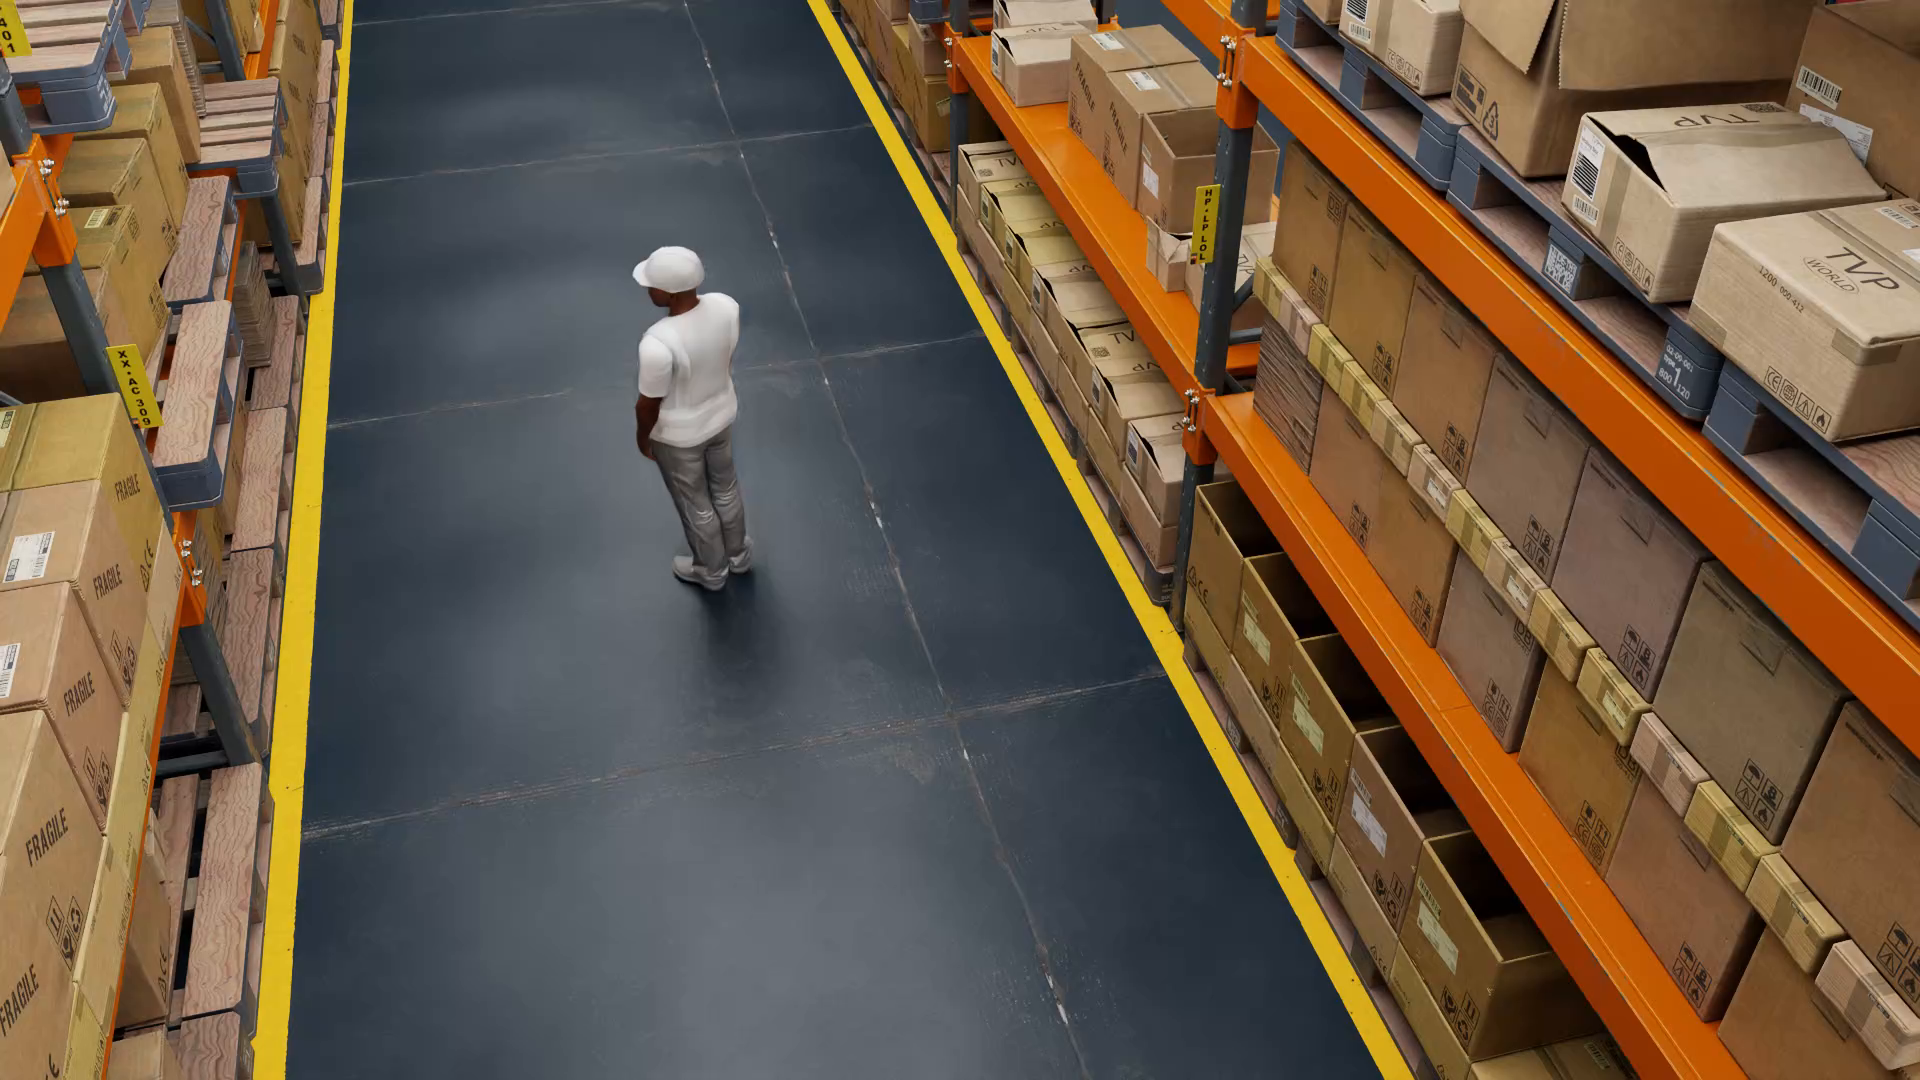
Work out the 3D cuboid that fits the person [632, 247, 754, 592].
[{"bbox_3d":[-1.186,-0.536,7.360,0.431,1.768,0.618,27,45,30],"label":"person"}]
